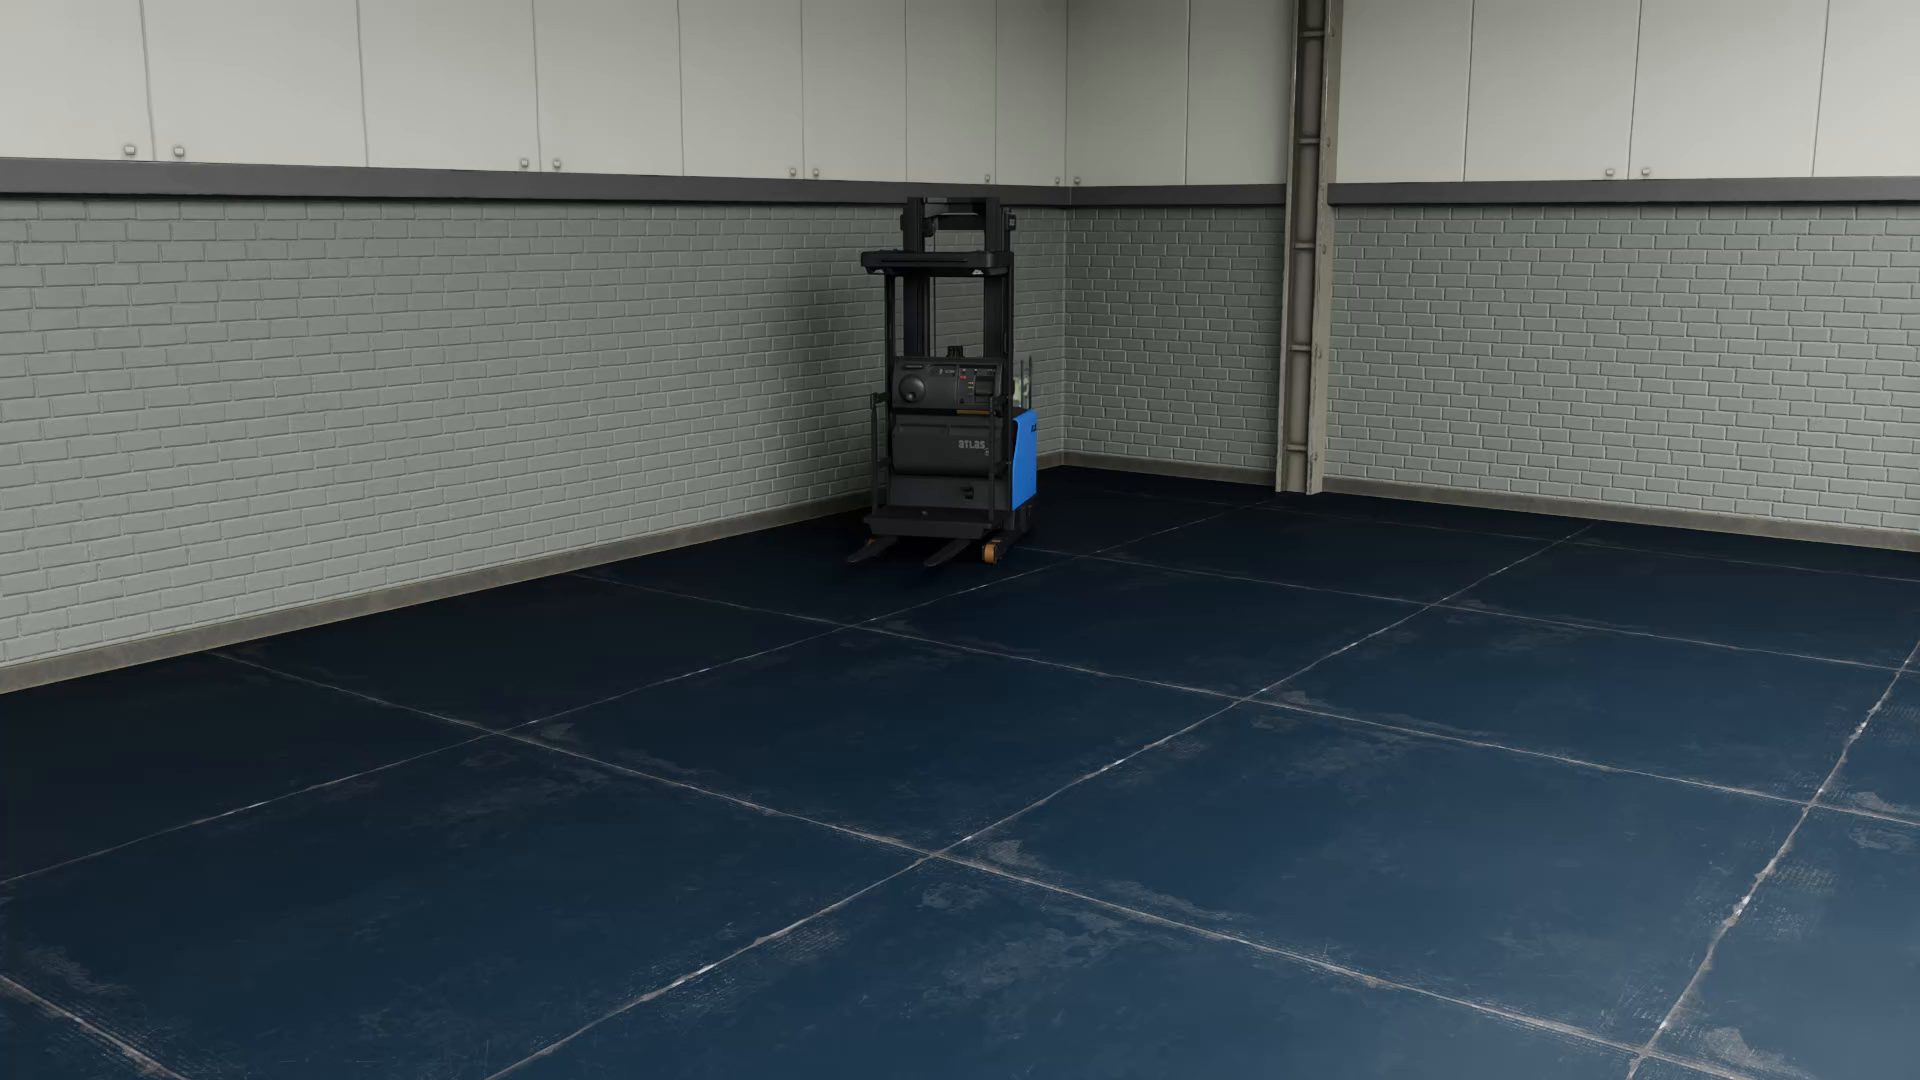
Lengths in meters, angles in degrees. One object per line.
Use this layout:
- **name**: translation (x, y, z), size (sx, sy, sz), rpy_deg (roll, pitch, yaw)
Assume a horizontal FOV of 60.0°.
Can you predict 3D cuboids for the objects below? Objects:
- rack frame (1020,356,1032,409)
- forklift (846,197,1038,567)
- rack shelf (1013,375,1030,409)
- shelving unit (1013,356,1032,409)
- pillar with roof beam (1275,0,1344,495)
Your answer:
- **rack frame**: translation (0.609, -0.930, 15.380), size (0.023, 1.500, 0.400), rpy_deg (3, 12, 14)
- **forklift**: translation (-0.158, -1.323, 13.654), size (1.130, 2.935, 3.031), rpy_deg (3, 11, 14)
- **rack shelf**: translation (0.254, -1.330, 15.394), size (0.720, 0.370, 0.431), rpy_deg (3, 12, 14)
- **shelving unit**: translation (0.255, -0.947, 15.470), size (0.755, 1.500, 0.431), rpy_deg (3, 12, 14)
- **pillar with roof beam**: translation (0.947, -4.264, 12.881), size (0.400, 9.000, 9.100), rpy_deg (8, 13, 36)
